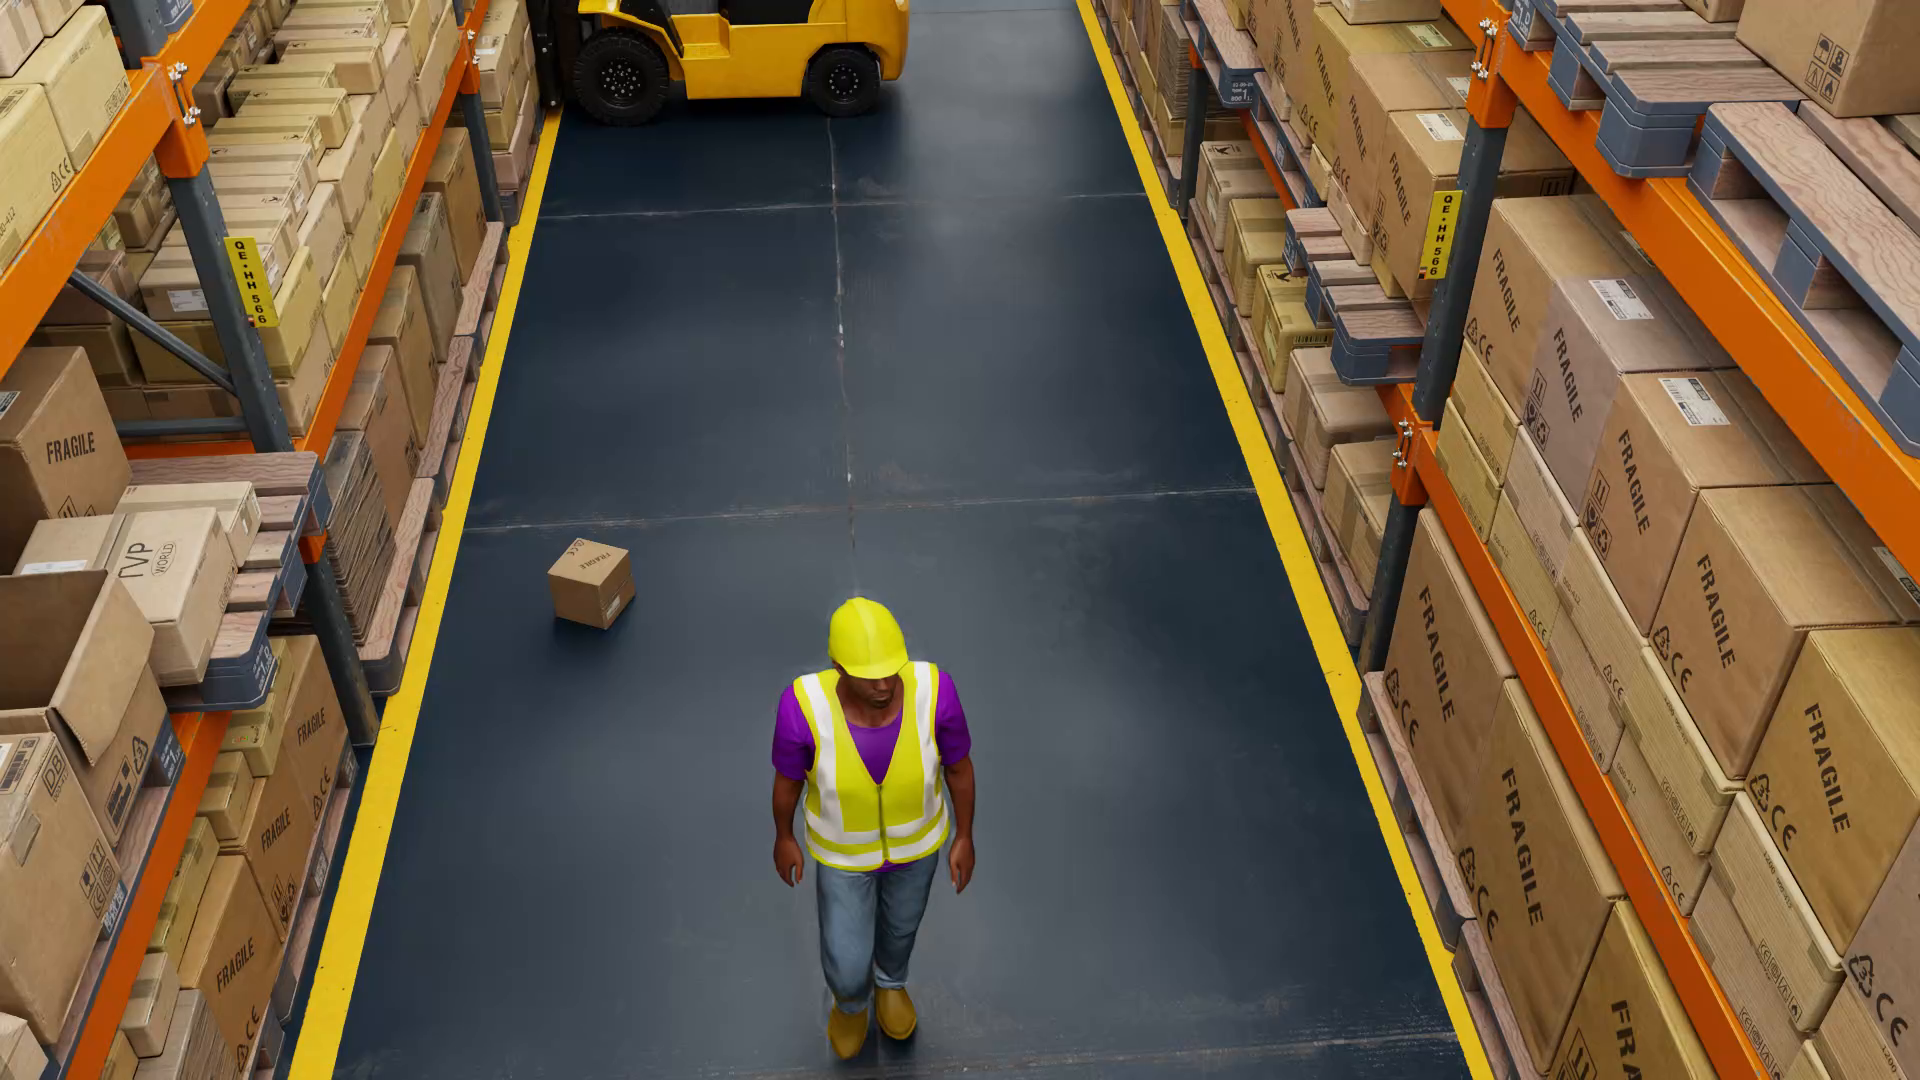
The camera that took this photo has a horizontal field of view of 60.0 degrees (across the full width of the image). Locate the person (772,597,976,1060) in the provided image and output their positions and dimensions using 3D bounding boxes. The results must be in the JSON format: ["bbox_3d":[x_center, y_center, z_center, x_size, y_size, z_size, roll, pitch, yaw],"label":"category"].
[{"bbox_3d":[-0.240,0.936,4.959,0.608,1.801,0.477,-9,40,-11],"label":"person"}]
